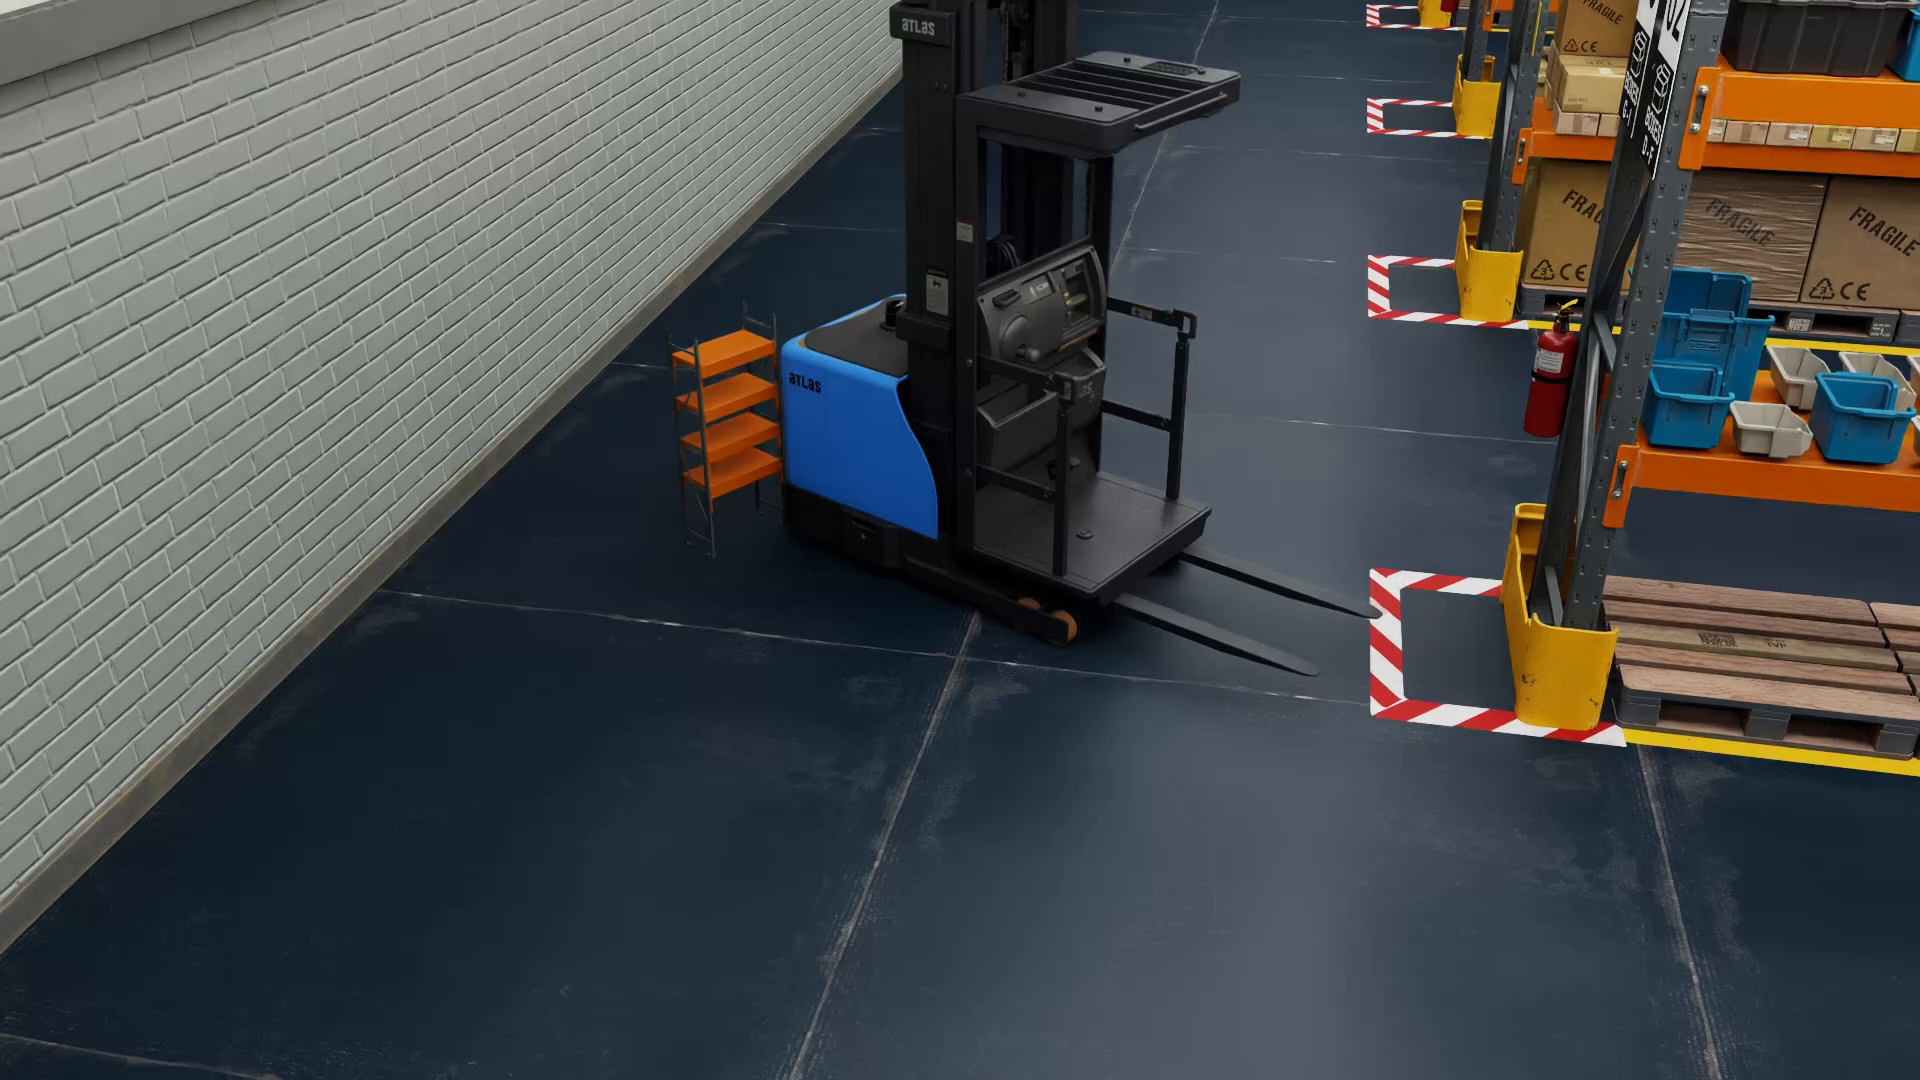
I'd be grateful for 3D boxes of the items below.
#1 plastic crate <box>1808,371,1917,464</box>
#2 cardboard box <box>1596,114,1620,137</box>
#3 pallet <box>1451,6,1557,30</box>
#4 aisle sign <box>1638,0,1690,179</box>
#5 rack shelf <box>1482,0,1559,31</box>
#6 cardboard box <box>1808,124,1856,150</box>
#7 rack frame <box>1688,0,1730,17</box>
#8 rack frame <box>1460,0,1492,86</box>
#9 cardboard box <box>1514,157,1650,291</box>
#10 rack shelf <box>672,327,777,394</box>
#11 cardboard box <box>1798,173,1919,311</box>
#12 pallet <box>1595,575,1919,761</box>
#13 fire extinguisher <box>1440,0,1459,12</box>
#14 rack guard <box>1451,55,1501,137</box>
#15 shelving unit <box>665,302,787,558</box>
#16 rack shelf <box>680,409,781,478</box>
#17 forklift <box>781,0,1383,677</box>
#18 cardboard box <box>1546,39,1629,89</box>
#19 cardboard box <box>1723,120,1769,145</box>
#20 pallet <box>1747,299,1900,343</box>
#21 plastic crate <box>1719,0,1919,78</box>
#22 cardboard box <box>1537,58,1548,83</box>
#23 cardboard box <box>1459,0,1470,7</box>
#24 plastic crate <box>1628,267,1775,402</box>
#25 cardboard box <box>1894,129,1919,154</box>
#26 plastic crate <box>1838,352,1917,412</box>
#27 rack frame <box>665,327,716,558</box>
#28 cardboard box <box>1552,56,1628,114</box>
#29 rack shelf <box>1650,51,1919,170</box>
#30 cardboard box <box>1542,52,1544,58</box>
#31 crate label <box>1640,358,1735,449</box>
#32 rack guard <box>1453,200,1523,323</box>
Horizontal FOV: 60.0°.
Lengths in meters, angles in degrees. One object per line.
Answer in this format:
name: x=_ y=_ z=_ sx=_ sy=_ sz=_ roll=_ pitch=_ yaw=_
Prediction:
plastic crate: x=3.572 y=-0.480 z=6.616 sx=0.300 sy=0.233 sz=0.416 roll=6 pitch=29 yaw=11
cardboard box: x=4.319 y=-2.773 z=10.953 sx=0.250 sy=0.149 sz=0.380 roll=5 pitch=29 yaw=10
pallet: x=6.657 y=-6.486 z=20.378 sx=1.213 sy=0.211 sz=1.003 roll=6 pitch=29 yaw=11
aisle sign: x=2.623 y=-1.781 z=6.172 sx=0.004 sy=0.787 sz=0.394 roll=6 pitch=29 yaw=11
rack shelf: x=6.880 y=-4.902 z=15.330 sx=4.000 sy=0.370 sz=1.077 roll=6 pitch=29 yaw=11
cardboard box: x=5.572 y=-2.645 z=10.719 sx=0.250 sy=0.149 sz=0.380 roll=5 pitch=29 yaw=9
rack frame: x=2.755 y=-3.404 z=5.598 sx=0.127 sy=3.000 sz=1.000 roll=6 pitch=29 yaw=11
rack frame: x=4.924 y=-5.418 z=15.523 sx=0.127 sy=3.000 sz=1.000 roll=6 pitch=29 yaw=11
cardboard box: x=4.432 y=-2.325 z=11.648 sx=0.875 sy=0.875 sz=0.875 roll=6 pitch=29 yaw=11
rack shelf: x=-1.185 y=-0.904 z=8.333 sx=0.258 sy=0.148 sz=0.480 roll=25 pitch=37 yaw=37
cardboard box: x=6.192 y=-2.144 z=11.318 sx=0.875 sy=0.875 sz=0.875 roll=6 pitch=29 yaw=11
pallet: x=3.554 y=0.551 z=7.523 sx=1.213 sy=0.211 sz=1.003 roll=6 pitch=29 yaw=11
fire extinguisher: x=4.774 y=-5.463 z=16.073 sx=0.183 sy=0.674 sz=0.296 roll=6 pitch=29 yaw=11
rack guard: x=4.998 y=-4.314 z=16.109 sx=0.348 sy=0.500 sz=1.175 roll=6 pitch=29 yaw=11
shelving unit: x=-1.185 y=-0.559 z=8.522 sx=0.258 sy=1.200 sz=0.503 roll=25 pitch=37 yaw=37
rack shelf: x=-1.185 y=-0.500 z=8.554 sx=0.258 sy=0.148 sz=0.480 roll=25 pitch=37 yaw=37
forklift: x=0.557 y=-1.074 z=7.660 sx=3.031 sy=2.935 sz=1.130 roll=21 pitch=35 yaw=33
cardboard box: x=4.319 y=-3.240 z=11.390 sx=0.500 sy=0.250 sz=0.500 roll=5 pitch=29 yaw=10
cardboard box: x=5.073 y=-2.696 z=10.813 sx=0.250 sy=0.149 sz=0.380 roll=5 pitch=29 yaw=10
pallet: x=5.777 y=-1.709 z=11.652 sx=1.213 sy=0.211 sz=1.003 roll=6 pitch=29 yaw=11
plastic crate: x=3.073 y=-1.862 z=6.040 sx=0.590 sy=0.269 sz=0.497 roll=6 pitch=29 yaw=11
cardboard box: x=5.365 y=-4.401 z=15.577 sx=0.250 sy=0.149 sz=0.380 roll=5 pitch=29 yaw=8
cardboard box: x=6.525 y=-6.794 z=20.267 sx=0.875 sy=0.438 sz=0.875 roll=5 pitch=29 yaw=9
plastic crate: x=3.122 y=-0.869 z=7.114 sx=0.499 sy=0.435 sz=0.616 roll=6 pitch=29 yaw=11
cardboard box: x=6.078 y=-2.593 z=10.624 sx=0.250 sy=0.149 sz=0.380 roll=5 pitch=29 yaw=10
plastic crate: x=3.871 y=-0.651 z=7.028 sx=0.243 sy=0.136 sz=0.396 roll=6 pitch=29 yaw=11
rack frame: x=-1.354 y=-0.475 z=8.368 sx=0.240 sy=1.200 sz=0.015 roll=25 pitch=37 yaw=37
cardboard box: x=4.202 y=-2.989 z=10.932 sx=0.500 sy=0.250 sz=0.500 roll=5 pitch=29 yaw=9
rack shelf: x=4.711 y=-1.573 z=6.124 sx=4.000 sy=0.370 sz=1.077 roll=6 pitch=29 yaw=11
cardboard box: x=5.495 y=-4.679 z=16.084 sx=0.250 sy=0.149 sz=0.380 roll=6 pitch=29 yaw=11
crate label: x=2.928 y=-0.546 z=6.736 sx=0.303 sy=0.233 sz=0.416 roll=6 pitch=29 yaw=11
rack guard: x=3.766 y=-2.005 z=11.892 sx=0.348 sy=0.500 sz=1.175 roll=6 pitch=29 yaw=11
